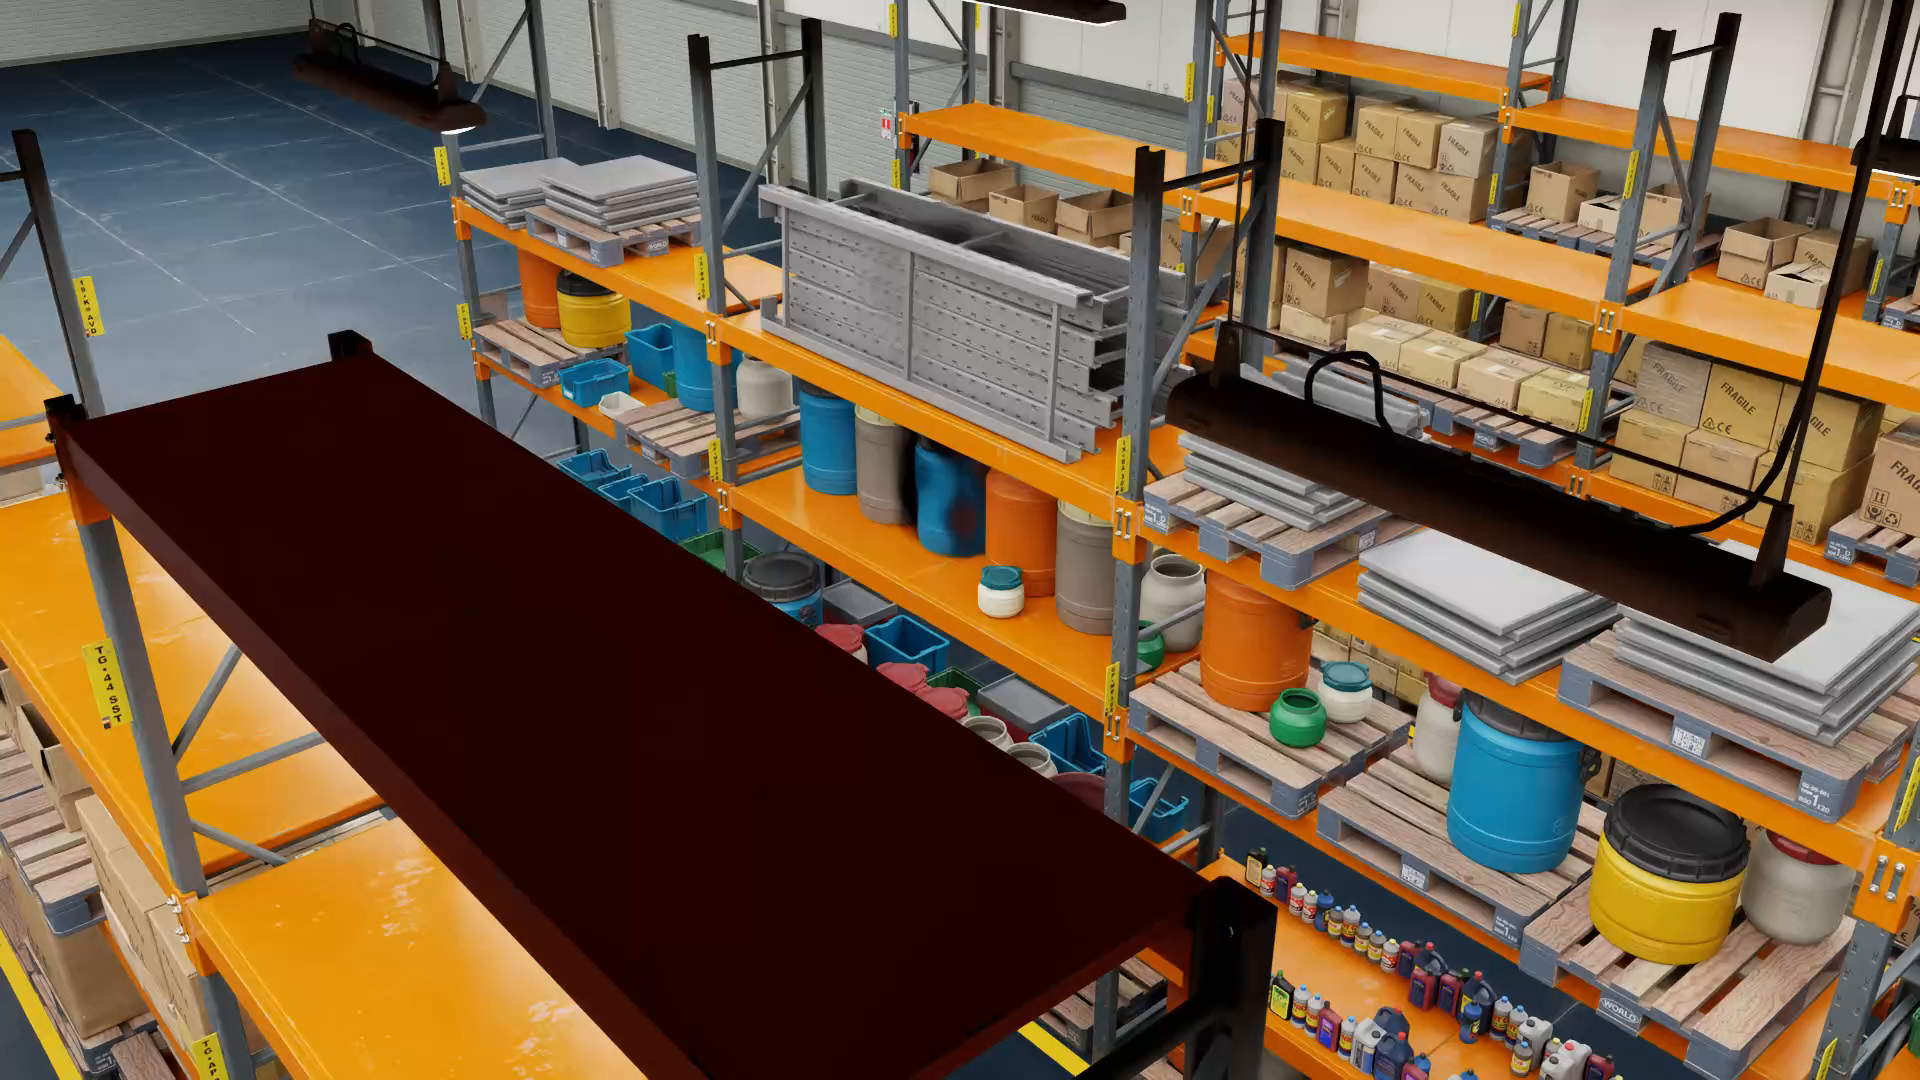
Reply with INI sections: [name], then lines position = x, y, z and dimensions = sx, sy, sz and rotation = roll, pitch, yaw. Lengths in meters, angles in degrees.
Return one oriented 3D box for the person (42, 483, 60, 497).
[person]
position = -8.077, 0.236, 15.300
dimensions = 0.465, 1.647, 0.581
rotation = 10, 29, 19
